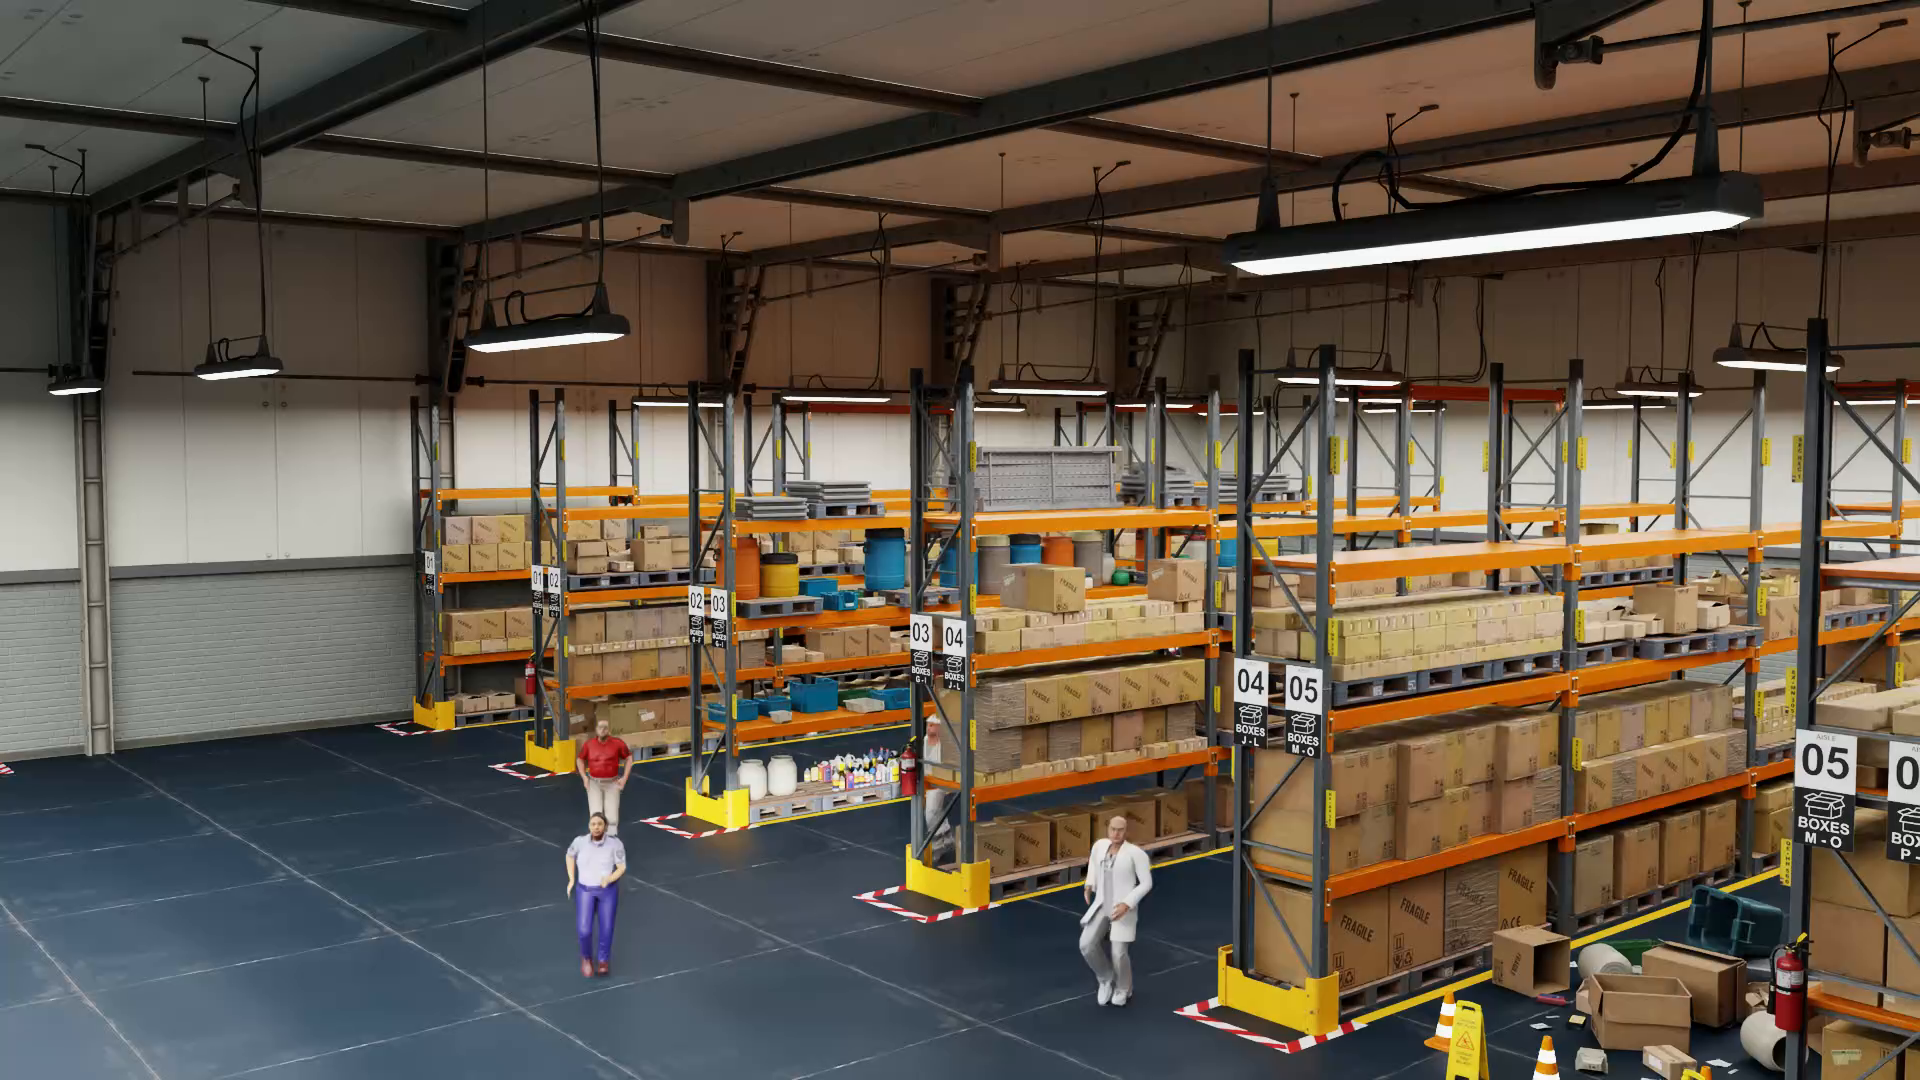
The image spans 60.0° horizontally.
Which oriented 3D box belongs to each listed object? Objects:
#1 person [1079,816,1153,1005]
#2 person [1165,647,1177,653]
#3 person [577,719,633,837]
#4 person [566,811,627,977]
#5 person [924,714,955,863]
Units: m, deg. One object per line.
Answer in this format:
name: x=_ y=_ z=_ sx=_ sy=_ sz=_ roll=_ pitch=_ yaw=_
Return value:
person: x=1.398 y=3.390 z=15.194 sx=0.731 sy=1.743 sz=0.632 roll=2 pitch=4 yaw=34
person: x=4.040 y=2.383 z=32.397 sx=0.600 sy=1.699 sz=0.908 roll=3 pitch=5 yaw=45
person: x=-4.485 y=3.091 z=20.999 sx=0.694 sy=1.697 sz=0.706 roll=0 pitch=3 yaw=-8
person: x=-3.490 y=3.405 z=15.954 sx=0.577 sy=1.612 sz=0.713 roll=-1 pitch=3 yaw=-11
person: x=-0.330 y=3.068 z=20.623 sx=0.621 sy=1.831 sz=0.754 roll=3 pitch=5 yaw=43
